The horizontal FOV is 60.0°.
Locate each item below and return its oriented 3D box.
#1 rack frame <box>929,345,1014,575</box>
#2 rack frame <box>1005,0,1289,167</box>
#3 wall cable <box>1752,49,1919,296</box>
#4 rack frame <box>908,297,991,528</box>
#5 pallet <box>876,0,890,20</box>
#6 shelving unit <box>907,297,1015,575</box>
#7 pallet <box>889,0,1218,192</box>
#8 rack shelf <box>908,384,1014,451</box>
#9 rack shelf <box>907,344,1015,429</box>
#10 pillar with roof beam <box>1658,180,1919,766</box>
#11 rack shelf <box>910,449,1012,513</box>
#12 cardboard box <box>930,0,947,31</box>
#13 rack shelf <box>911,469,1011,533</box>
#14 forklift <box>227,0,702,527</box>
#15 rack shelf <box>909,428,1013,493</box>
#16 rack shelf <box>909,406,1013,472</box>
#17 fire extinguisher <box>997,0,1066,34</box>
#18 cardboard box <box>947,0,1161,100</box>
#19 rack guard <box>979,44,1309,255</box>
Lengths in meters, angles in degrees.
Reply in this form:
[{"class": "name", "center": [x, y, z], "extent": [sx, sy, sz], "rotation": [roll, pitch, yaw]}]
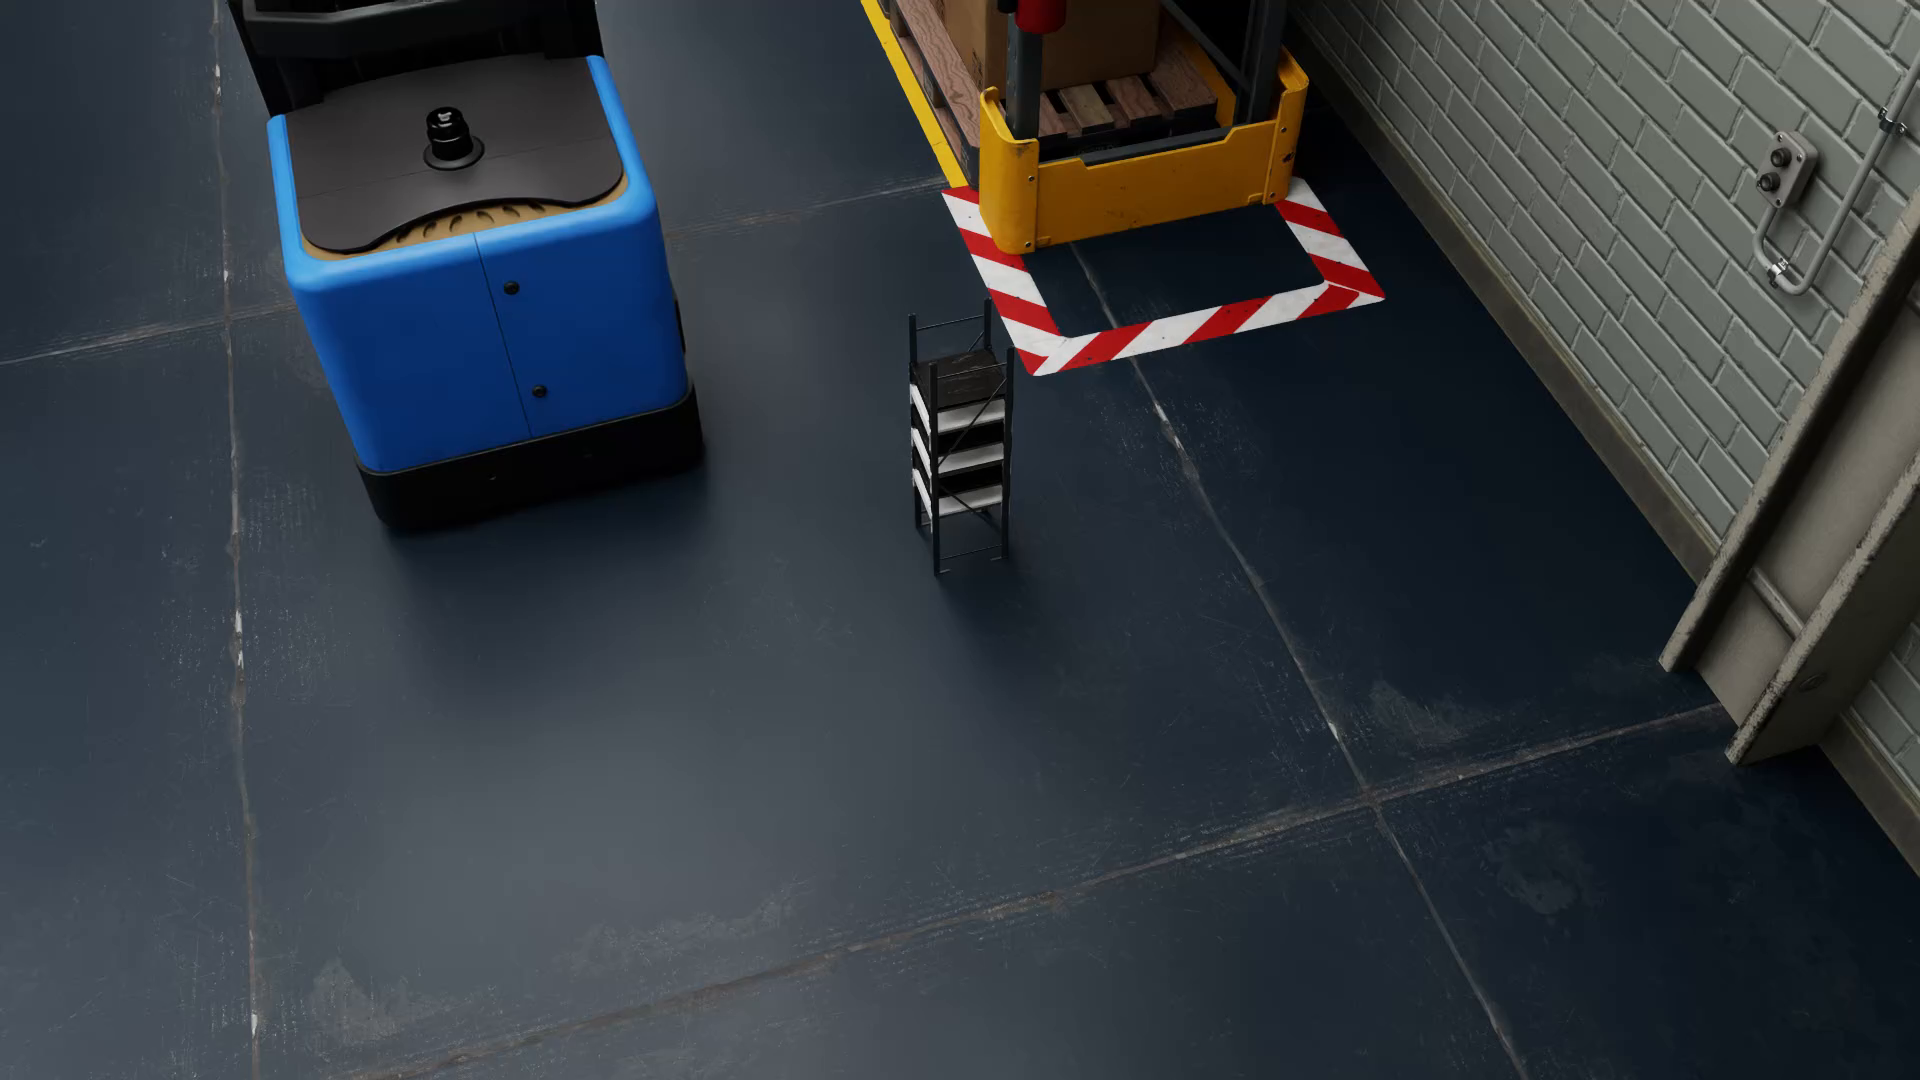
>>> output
[{"class": "rack frame", "center": [0.032, -0.210, 4.838], "extent": [0.240, 0.900, 0.006], "rotation": [-13, 51, -11]}, {"class": "rack frame", "center": [0.658, -2.281, 5.211], "extent": [1.000, 3.000, 0.127], "rotation": [-13, 51, -11]}, {"class": "wall cable", "center": [1.940, -1.887, 4.214], "extent": [0.084, 1.984, 1.851], "rotation": [-13, 51, -11]}, {"class": "rack frame", "center": [-0.028, -0.358, 4.964], "extent": [0.240, 0.900, 0.006], "rotation": [-13, 51, -11]}, {"class": "pallet", "center": [-0.011, -2.838, 7.504], "extent": [1.003, 0.211, 1.213], "rotation": [-13, 51, -11]}, {"class": "shelving unit", "center": [0.002, -0.284, 4.901], "extent": [0.258, 0.900, 0.210], "rotation": [-13, 51, -11]}, {"class": "pallet", "center": [0.346, -1.948, 6.754], "extent": [1.003, 0.211, 1.213], "rotation": [-13, 51, -11]}, {"class": "rack shelf", "center": [0.002, -0.379, 4.789], "extent": [0.258, 0.077, 0.200], "rotation": [-13, 51, -11]}, {"class": "rack shelf", "center": [0.002, -0.437, 4.720], "extent": [0.258, 0.077, 0.200], "rotation": [-13, 51, -11]}, {"class": "pillar with roof beam", "center": [-1.830, -1.465, 0.599], "extent": [9.100, 9.000, 0.400], "rotation": [-13, 51, -11]}, {"class": "rack shelf", "center": [0.002, -0.205, 4.995], "extent": [0.258, 0.077, 0.200], "rotation": [-13, 51, -11]}, {"class": "cardboard box", "center": [0.207, -2.464, 6.726], "extent": [0.700, 0.500, 0.500], "rotation": [-13, 51, -11]}, {"class": "rack shelf", "center": [0.002, -0.147, 5.064], "extent": [0.258, 0.077, 0.200], "rotation": [-13, 51, -11]}, {"class": "forklift", "center": [-1.805, -2.141, 5.138], "extent": [1.130, 2.935, 3.031], "rotation": [-15, 51, -12]}, {"class": "rack shelf", "center": [0.002, -0.263, 4.926], "extent": [0.258, 0.077, 0.200], "rotation": [-13, 51, -11]}, {"class": "rack shelf", "center": [0.002, -0.321, 4.858], "extent": [0.258, 0.077, 0.200], "rotation": [-13, 51, -11]}, {"class": "fire extinguisher", "center": [0.261, -1.921, 5.202], "extent": [0.296, 0.674, 0.183], "rotation": [-13, 51, -11]}, {"class": "cardboard box", "center": [0.355, -2.099, 6.418], "extent": [0.700, 0.500, 0.500], "rotation": [-13, 51, -11]}, {"class": "rack guard", "center": [0.665, -1.457, 6.152], "extent": [1.175, 0.500, 0.348], "rotation": [-13, 51, -11]}]
